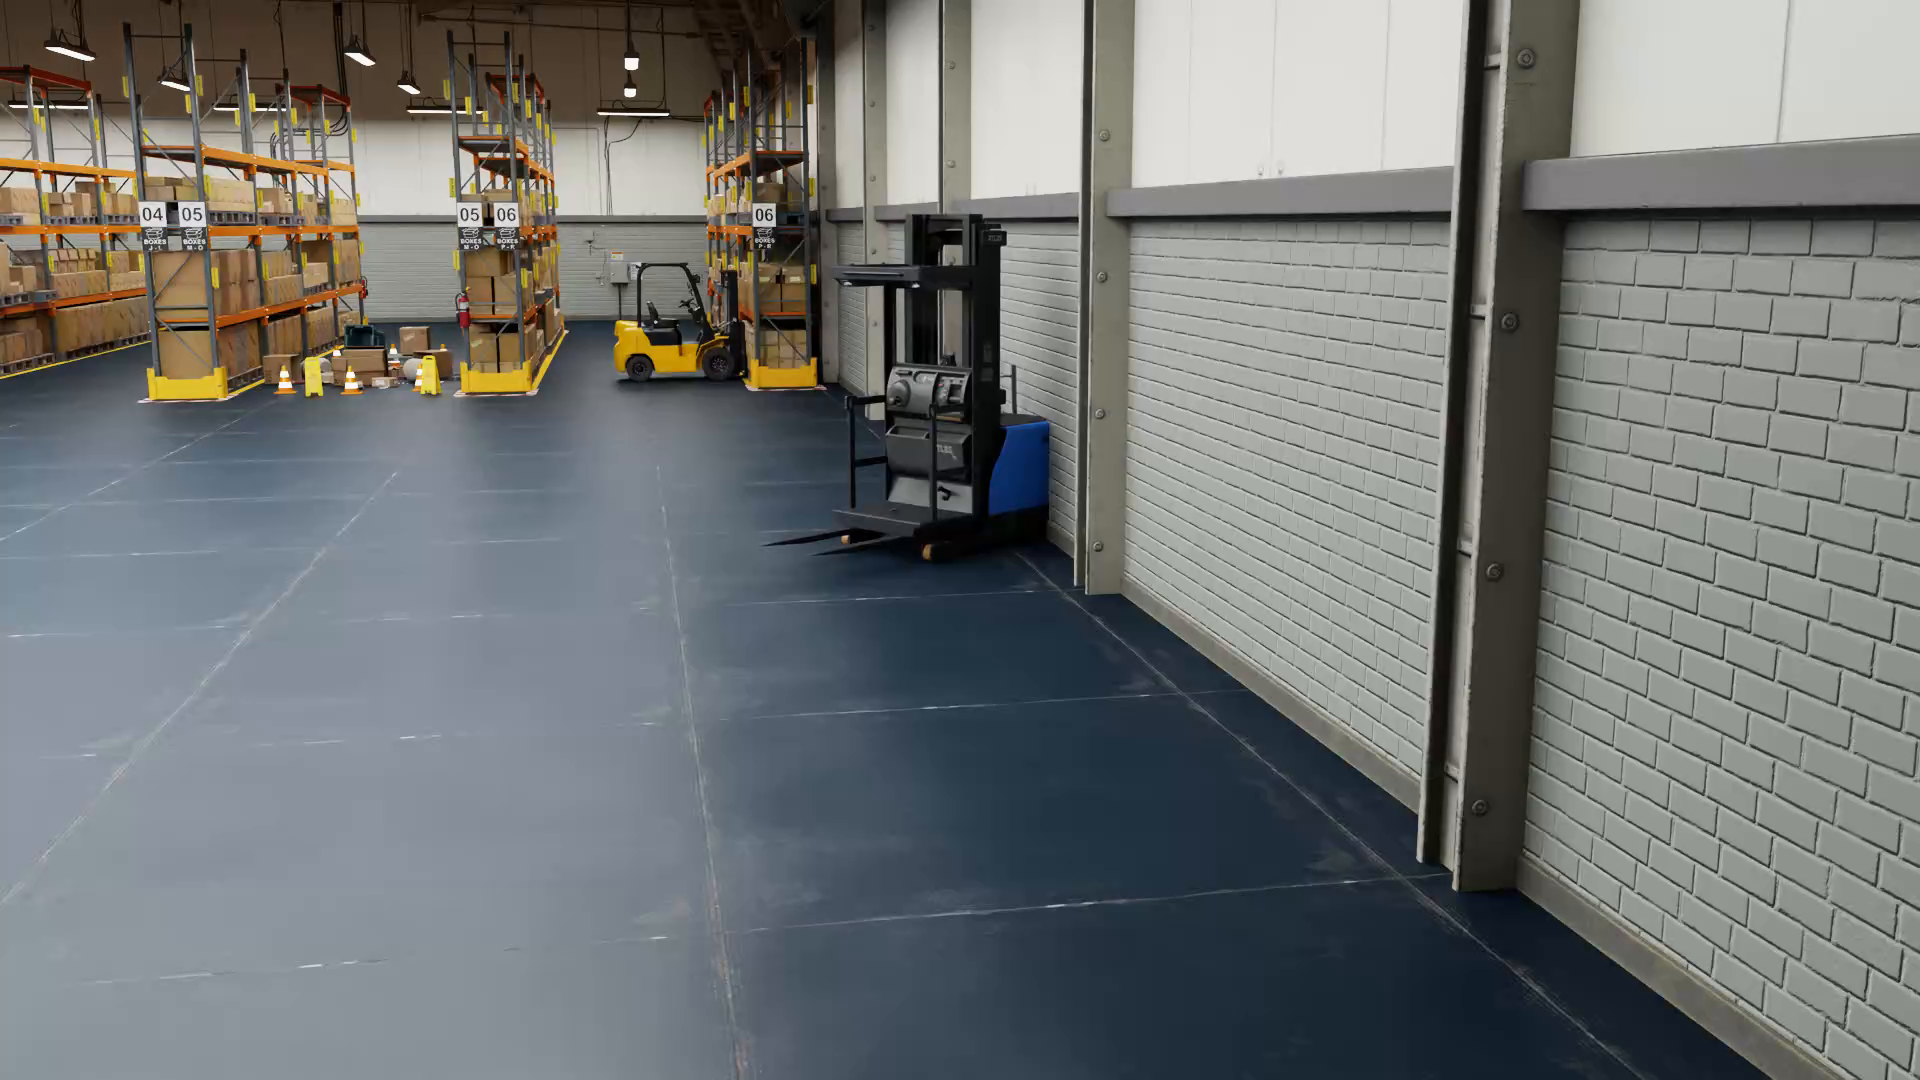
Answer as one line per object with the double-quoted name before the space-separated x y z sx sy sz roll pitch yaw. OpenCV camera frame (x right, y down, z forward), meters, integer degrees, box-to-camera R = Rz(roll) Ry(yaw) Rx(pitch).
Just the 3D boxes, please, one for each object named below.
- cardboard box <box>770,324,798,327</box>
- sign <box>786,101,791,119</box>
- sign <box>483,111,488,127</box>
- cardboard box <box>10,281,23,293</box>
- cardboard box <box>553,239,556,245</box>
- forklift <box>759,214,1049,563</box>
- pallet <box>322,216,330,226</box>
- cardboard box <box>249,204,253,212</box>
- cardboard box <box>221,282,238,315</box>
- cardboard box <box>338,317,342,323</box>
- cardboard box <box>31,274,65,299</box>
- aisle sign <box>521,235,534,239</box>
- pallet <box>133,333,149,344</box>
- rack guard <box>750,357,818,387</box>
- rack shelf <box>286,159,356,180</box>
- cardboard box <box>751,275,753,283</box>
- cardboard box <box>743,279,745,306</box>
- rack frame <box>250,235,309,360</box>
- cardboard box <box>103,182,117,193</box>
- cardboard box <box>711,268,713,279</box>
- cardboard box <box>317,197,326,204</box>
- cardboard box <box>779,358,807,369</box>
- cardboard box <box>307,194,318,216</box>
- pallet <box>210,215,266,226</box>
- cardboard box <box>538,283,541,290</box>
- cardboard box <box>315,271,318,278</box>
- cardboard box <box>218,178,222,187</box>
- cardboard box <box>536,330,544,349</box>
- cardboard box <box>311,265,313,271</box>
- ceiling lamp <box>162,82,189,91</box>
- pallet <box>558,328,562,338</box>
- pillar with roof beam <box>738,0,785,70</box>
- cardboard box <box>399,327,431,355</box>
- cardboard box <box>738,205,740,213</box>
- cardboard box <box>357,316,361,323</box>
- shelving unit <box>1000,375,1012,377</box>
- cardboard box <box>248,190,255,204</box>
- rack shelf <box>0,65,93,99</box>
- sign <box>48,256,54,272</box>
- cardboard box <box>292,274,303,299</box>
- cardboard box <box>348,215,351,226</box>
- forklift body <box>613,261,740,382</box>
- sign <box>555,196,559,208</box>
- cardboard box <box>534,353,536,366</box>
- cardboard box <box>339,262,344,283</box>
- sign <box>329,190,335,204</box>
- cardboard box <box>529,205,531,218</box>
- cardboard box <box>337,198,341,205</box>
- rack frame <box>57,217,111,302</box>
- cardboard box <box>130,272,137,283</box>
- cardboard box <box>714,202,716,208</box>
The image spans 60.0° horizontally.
"cardboard box" -3.332 -3.948 31.526 0.500 0.250 0.500 -2 11 -12
"sign" -3.372 -8.461 32.716 0.100 0.325 0.005 -2 11 -11
"sign" -10.111 -8.977 35.427 0.100 0.325 0.005 -2 11 -11
"cardboard box" -18.699 -4.998 32.724 0.396 0.266 0.258 -2 11 -13
"cardboard box" -10.652 -7.692 42.964 0.380 0.149 0.250 -2 11 -12
"forklift" -0.420 -1.352 14.516 1.130 2.935 3.031 10 14 41
"pallet" -15.166 -7.314 38.132 1.213 0.211 1.003 -2 11 -11
"cardboard box" -13.192 -6.086 30.463 0.380 0.149 0.250 -2 11 -10
"cardboard box" -13.078 -4.196 28.872 0.875 0.550 0.550 -2 11 -11
"cardboard box" -15.041 -5.271 39.830 0.380 0.149 0.250 -2 11 -8
"cardboard box" -19.116 -5.302 34.817 0.500 0.500 0.500 -2 11 -9
"aisle sign" -11.422 -8.261 43.679 0.394 0.787 0.004 -2 11 -11
"pallet" -20.378 -4.884 40.347 1.003 0.211 1.213 -2 11 -11
"rack guard" -3.139 -2.996 29.653 1.175 0.500 0.348 -2 11 -11
"rack shelf" -15.571 -9.008 40.444 1.077 0.370 4.000 -2 11 -11
"cardboard box" -3.565 -4.695 29.893 0.380 0.149 0.250 -2 11 -10
"cardboard box" -3.874 -4.732 31.824 0.500 0.500 0.500 -2 11 -12
"rack frame" -14.404 -5.316 35.156 1.000 3.000 0.127 -2 11 -11
"cardboard box" -20.461 -8.397 39.658 0.500 0.250 0.500 -2 11 -13
"cardboard box" -6.231 -6.957 43.384 0.500 0.250 0.500 -2 11 -12
"cardboard box" -15.001 -7.953 38.987 0.380 0.149 0.250 -2 11 -12
"cardboard box" -3.047 -3.181 30.171 0.500 0.250 0.500 -2 11 -11
"cardboard box" -15.216 -7.705 38.295 0.700 0.500 0.500 -2 11 -11
"pallet" -13.852 -6.128 31.913 0.805 0.209 1.217 -3 11 -13
"cardboard box" -8.814 -5.216 34.183 0.380 0.149 0.250 -2 11 -9
"cardboard box" -14.651 -5.971 37.352 0.380 0.149 0.250 -2 11 -11
"cardboard box" -12.747 -6.058 28.181 0.380 0.149 0.250 -2 11 -10
"cardboard box" -9.468 -4.326 35.859 0.950 0.372 0.625 -3 11 -15
"cardboard box" -14.561 -6.024 36.833 0.380 0.149 0.250 -2 11 -9
"ceiling lamp" -17.449 -10.096 37.022 0.237 0.041 1.941 -2 11 -11
"pallet" -10.658 -5.245 42.240 1.003 0.211 1.213 -2 11 -11
"pillar with roof beam" -7.972 -11.226 34.085 8.718 2.987 0.548 -2 11 -11
"cardboard box" -10.530 -3.854 32.139 0.500 0.500 0.500 -2 11 -11
"cardboard box" -4.132 -6.474 32.501 0.380 0.149 0.250 -2 11 -10
"cardboard box" -15.577 -5.648 42.610 0.380 0.149 0.250 -2 11 -13
"shelving unit" 0.200 -1.028 16.604 0.538 1.500 1.039 -4 11 -12
"cardboard box" -13.278 -6.303 30.534 0.500 0.250 0.500 -2 11 -12
"rack shelf" -19.678 -9.747 35.429 1.077 0.370 4.000 -2 11 -11
"sign" -18.758 -5.705 34.318 0.100 0.325 0.005 -2 11 -11
"cardboard box" -14.053 -5.292 34.764 0.500 0.500 0.500 -2 11 -11
"cardboard box" -15.422 -7.924 41.240 0.500 0.250 0.500 -2 11 -9
"forklift body" -5.302 -4.093 31.000 2.313 2.155 1.214 -2 11 -11
"sign" -10.589 -8.868 43.642 0.100 0.325 0.005 -2 11 -11
"cardboard box" -8.203 -3.347 31.042 0.500 0.250 0.500 -2 11 -10
"cardboard box" -15.134 -6.435 39.974 0.500 0.500 0.500 -2 11 -11
"sign" -14.638 -7.991 38.754 0.100 0.325 0.005 -2 11 -11
"cardboard box" -8.439 -6.255 31.675 0.500 0.250 0.500 -2 11 -12
"cardboard box" -15.209 -8.196 40.262 0.380 0.149 0.250 -2 11 -8
"rack frame" -20.066 -5.888 38.160 1.000 3.000 0.127 -2 11 -11
"cardboard box" -20.187 -6.333 40.104 0.500 0.250 0.500 -2 11 -11
"cardboard box" -5.644 -7.969 39.562 0.380 0.149 0.250 -2 11 -12
